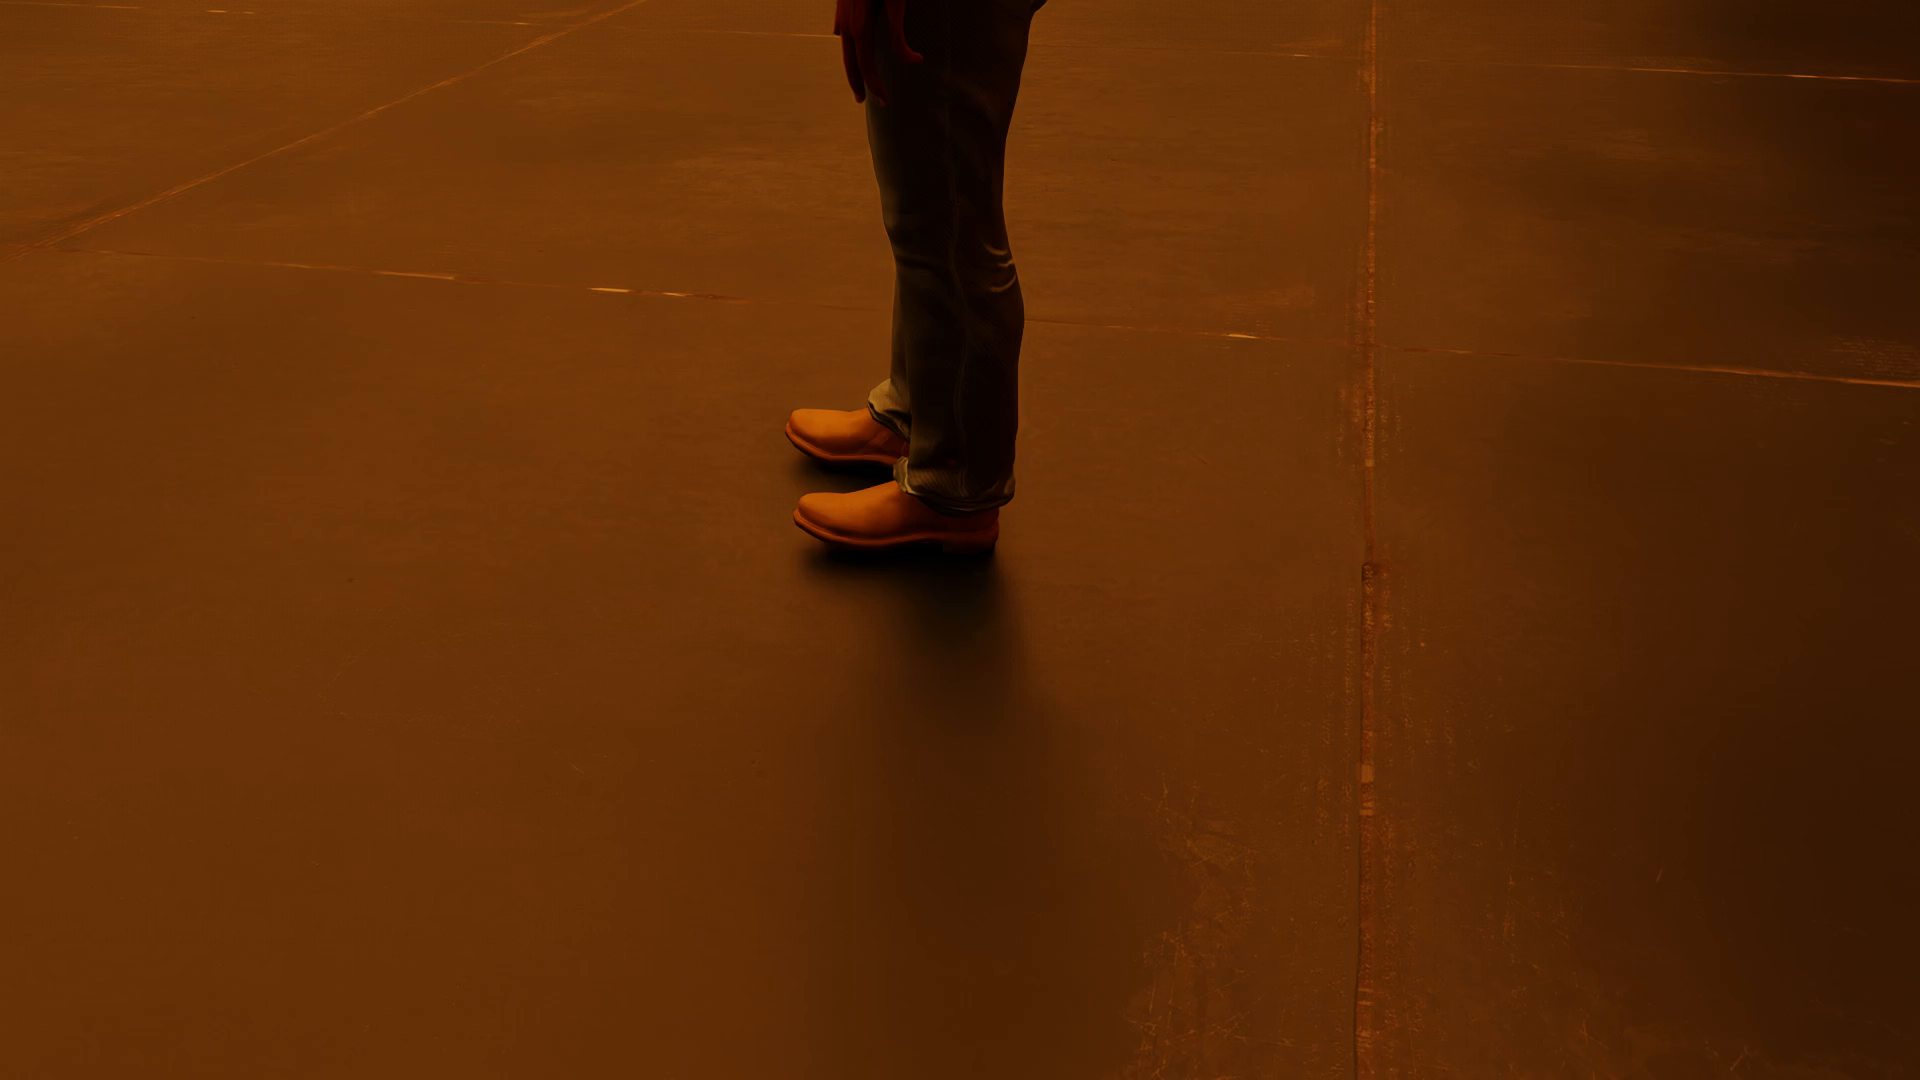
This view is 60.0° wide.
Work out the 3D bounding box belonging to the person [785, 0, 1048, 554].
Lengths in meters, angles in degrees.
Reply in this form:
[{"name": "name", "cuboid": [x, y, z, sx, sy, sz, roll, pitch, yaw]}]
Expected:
[{"name": "person", "cuboid": [-0.067, -0.805, 2.118, 0.576, 1.765, 0.665, 6, 27, 11]}]
